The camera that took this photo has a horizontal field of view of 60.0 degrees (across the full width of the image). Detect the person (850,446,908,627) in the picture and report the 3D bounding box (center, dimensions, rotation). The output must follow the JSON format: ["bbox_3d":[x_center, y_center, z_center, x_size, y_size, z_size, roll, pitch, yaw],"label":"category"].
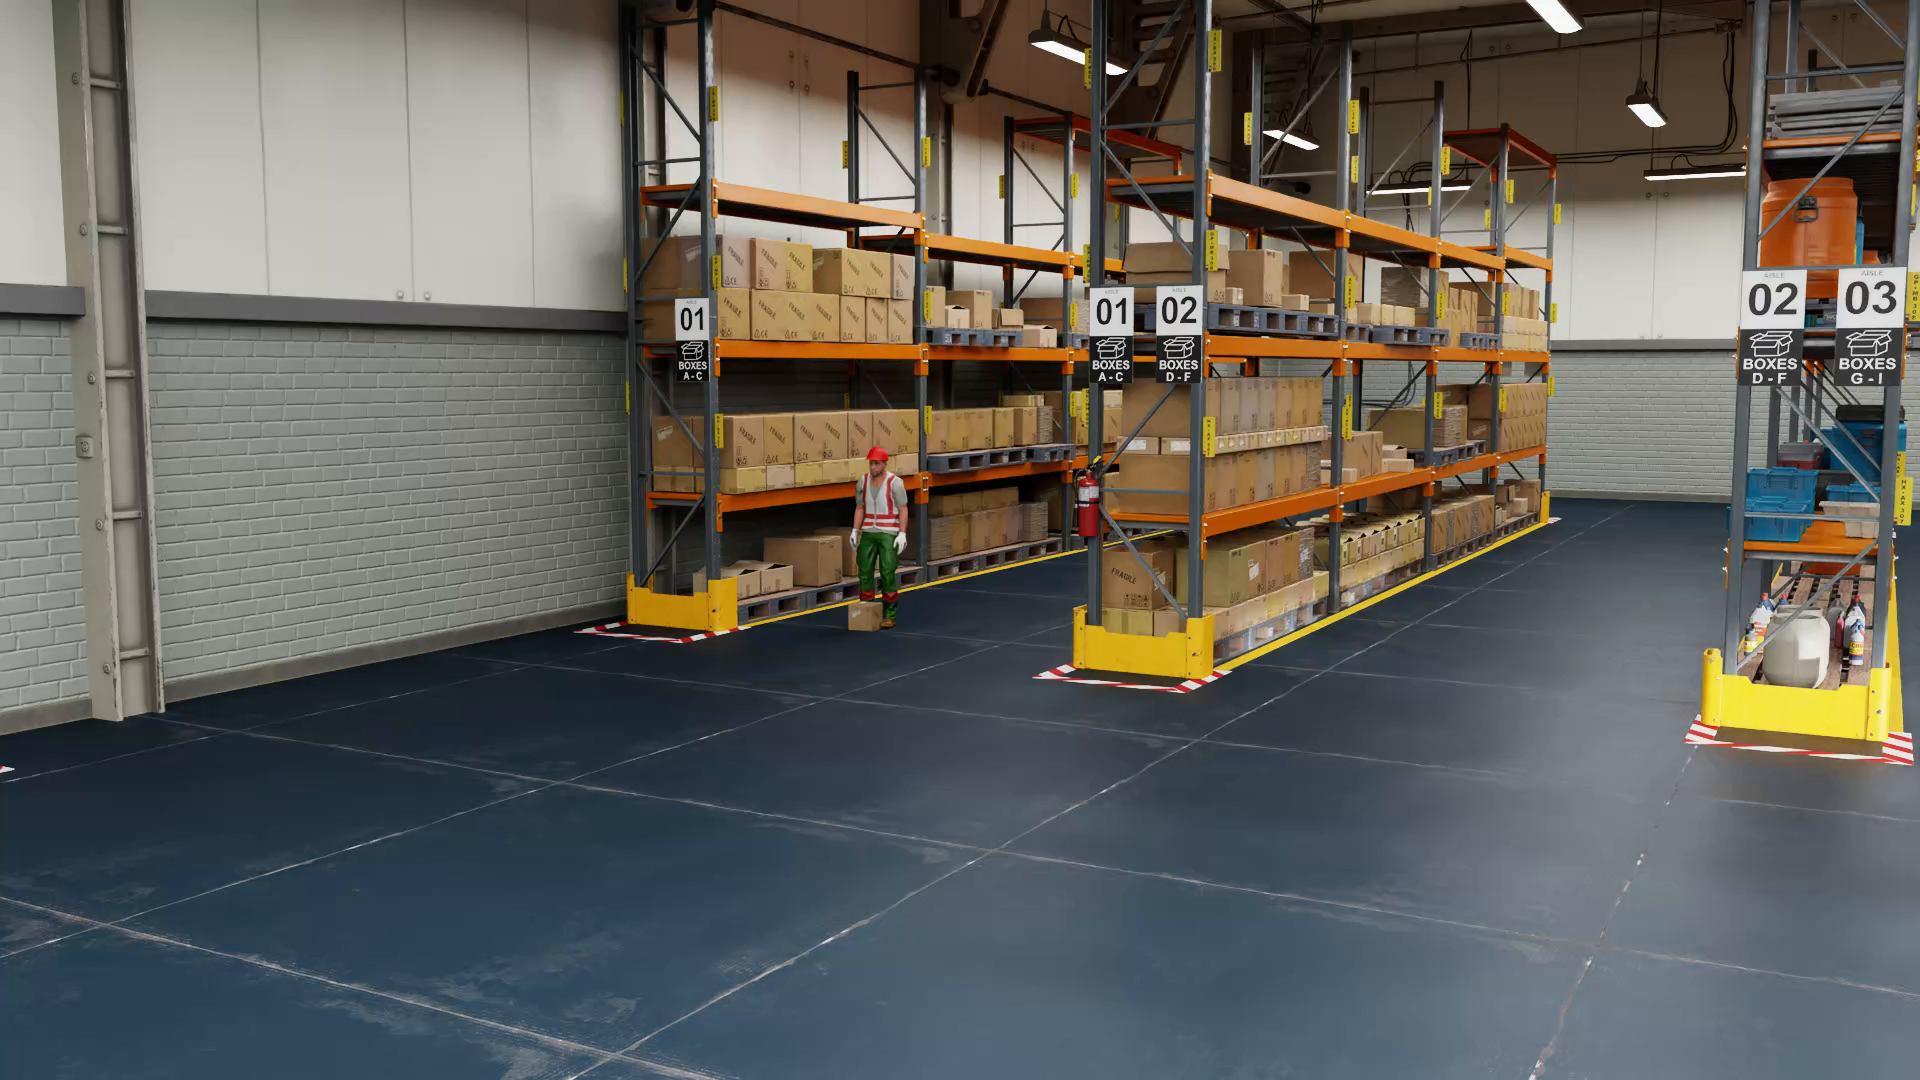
[{"bbox_3d":[-0.800,-0.034,16.339,0.613,1.778,0.452,3,6,25],"label":"person"}]
